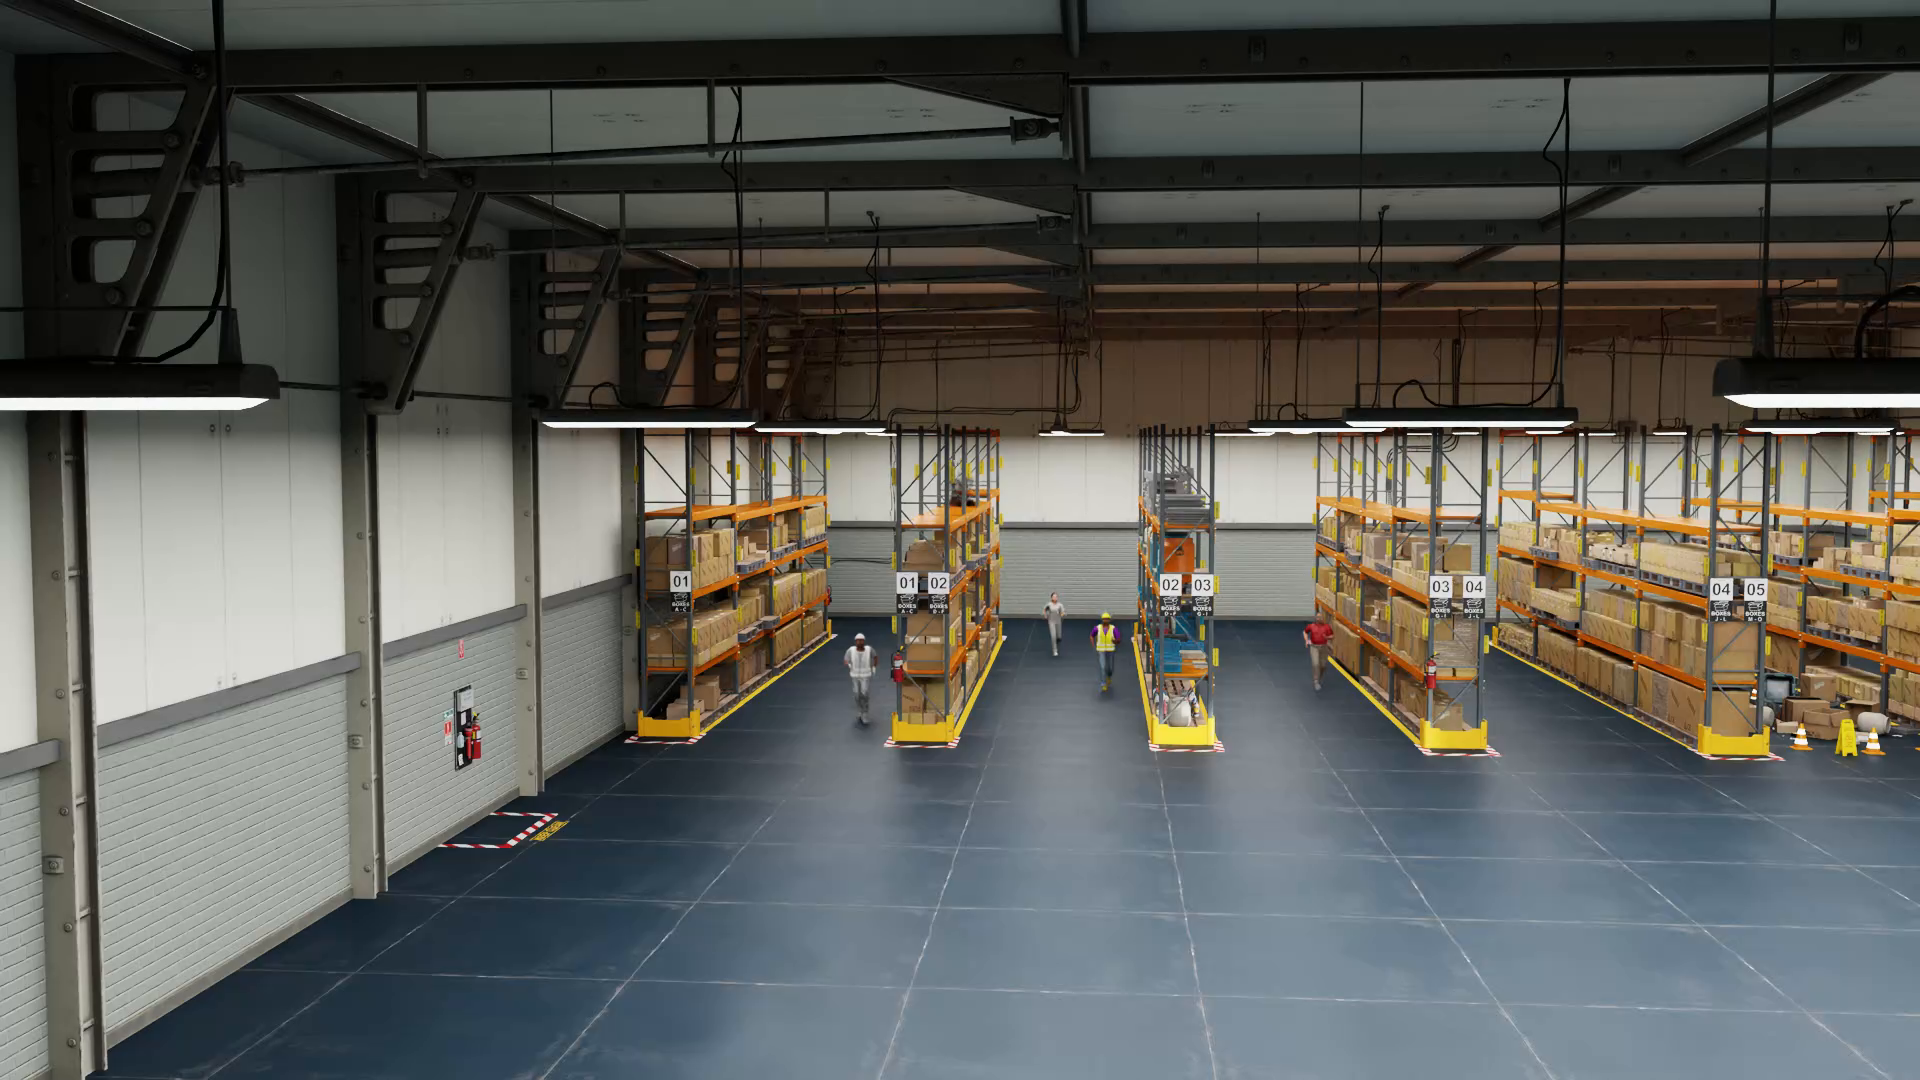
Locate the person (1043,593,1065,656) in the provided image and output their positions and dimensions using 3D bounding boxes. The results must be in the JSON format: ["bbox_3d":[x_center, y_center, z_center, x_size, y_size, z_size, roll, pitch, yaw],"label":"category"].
[{"bbox_3d":[2.496,2.216,43.988,0.577,1.643,0.895,0,3,-7],"label":"person"}]

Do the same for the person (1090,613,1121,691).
[{"bbox_3d":[3.318,2.534,37.891,0.714,1.747,0.932,0,3,2],"label":"person"}]

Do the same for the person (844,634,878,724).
[{"bbox_3d":[-2.025,2.799,33.620,0.659,1.829,0.759,0,3,5],"label":"person"}]

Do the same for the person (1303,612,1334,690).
[{"bbox_3d":[8.236,2.519,38.131,0.662,1.716,0.989,0,3,1],"label":"person"}]
